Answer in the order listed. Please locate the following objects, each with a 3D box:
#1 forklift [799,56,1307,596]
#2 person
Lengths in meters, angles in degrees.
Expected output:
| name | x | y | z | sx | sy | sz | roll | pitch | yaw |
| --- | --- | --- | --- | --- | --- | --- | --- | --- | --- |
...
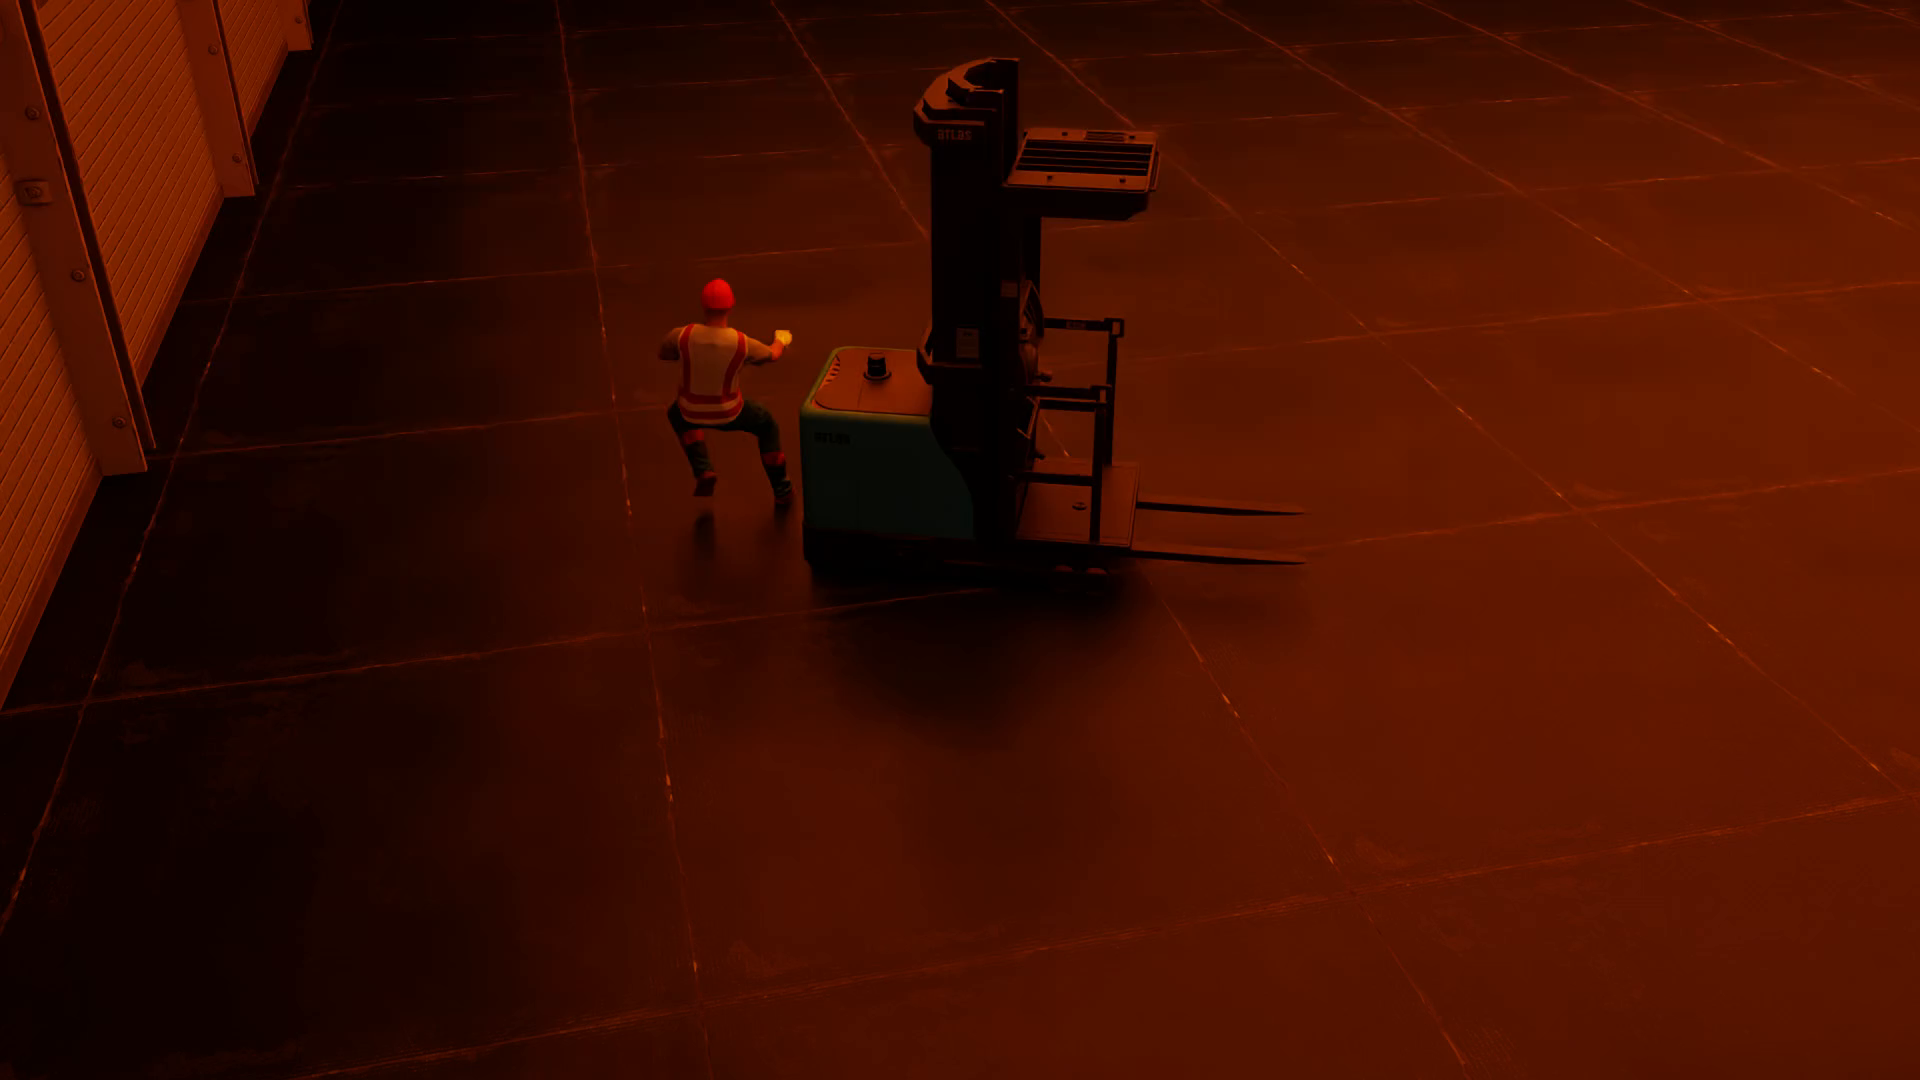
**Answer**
| name | x | y | z | sx | sy | sz | roll | pitch | yaw |
| --- | --- | --- | --- | --- | --- | --- | --- | --- | --- |
| forklift | 0.603 | -1.222 | 9.686 | 3.031 | 2.935 | 1.130 | 4 | 30 | 8 |
| person | -1.485 | -0.963 | 10.588 | 0.817 | 1.607 | 0.769 | -1 | 30 | -1 |
